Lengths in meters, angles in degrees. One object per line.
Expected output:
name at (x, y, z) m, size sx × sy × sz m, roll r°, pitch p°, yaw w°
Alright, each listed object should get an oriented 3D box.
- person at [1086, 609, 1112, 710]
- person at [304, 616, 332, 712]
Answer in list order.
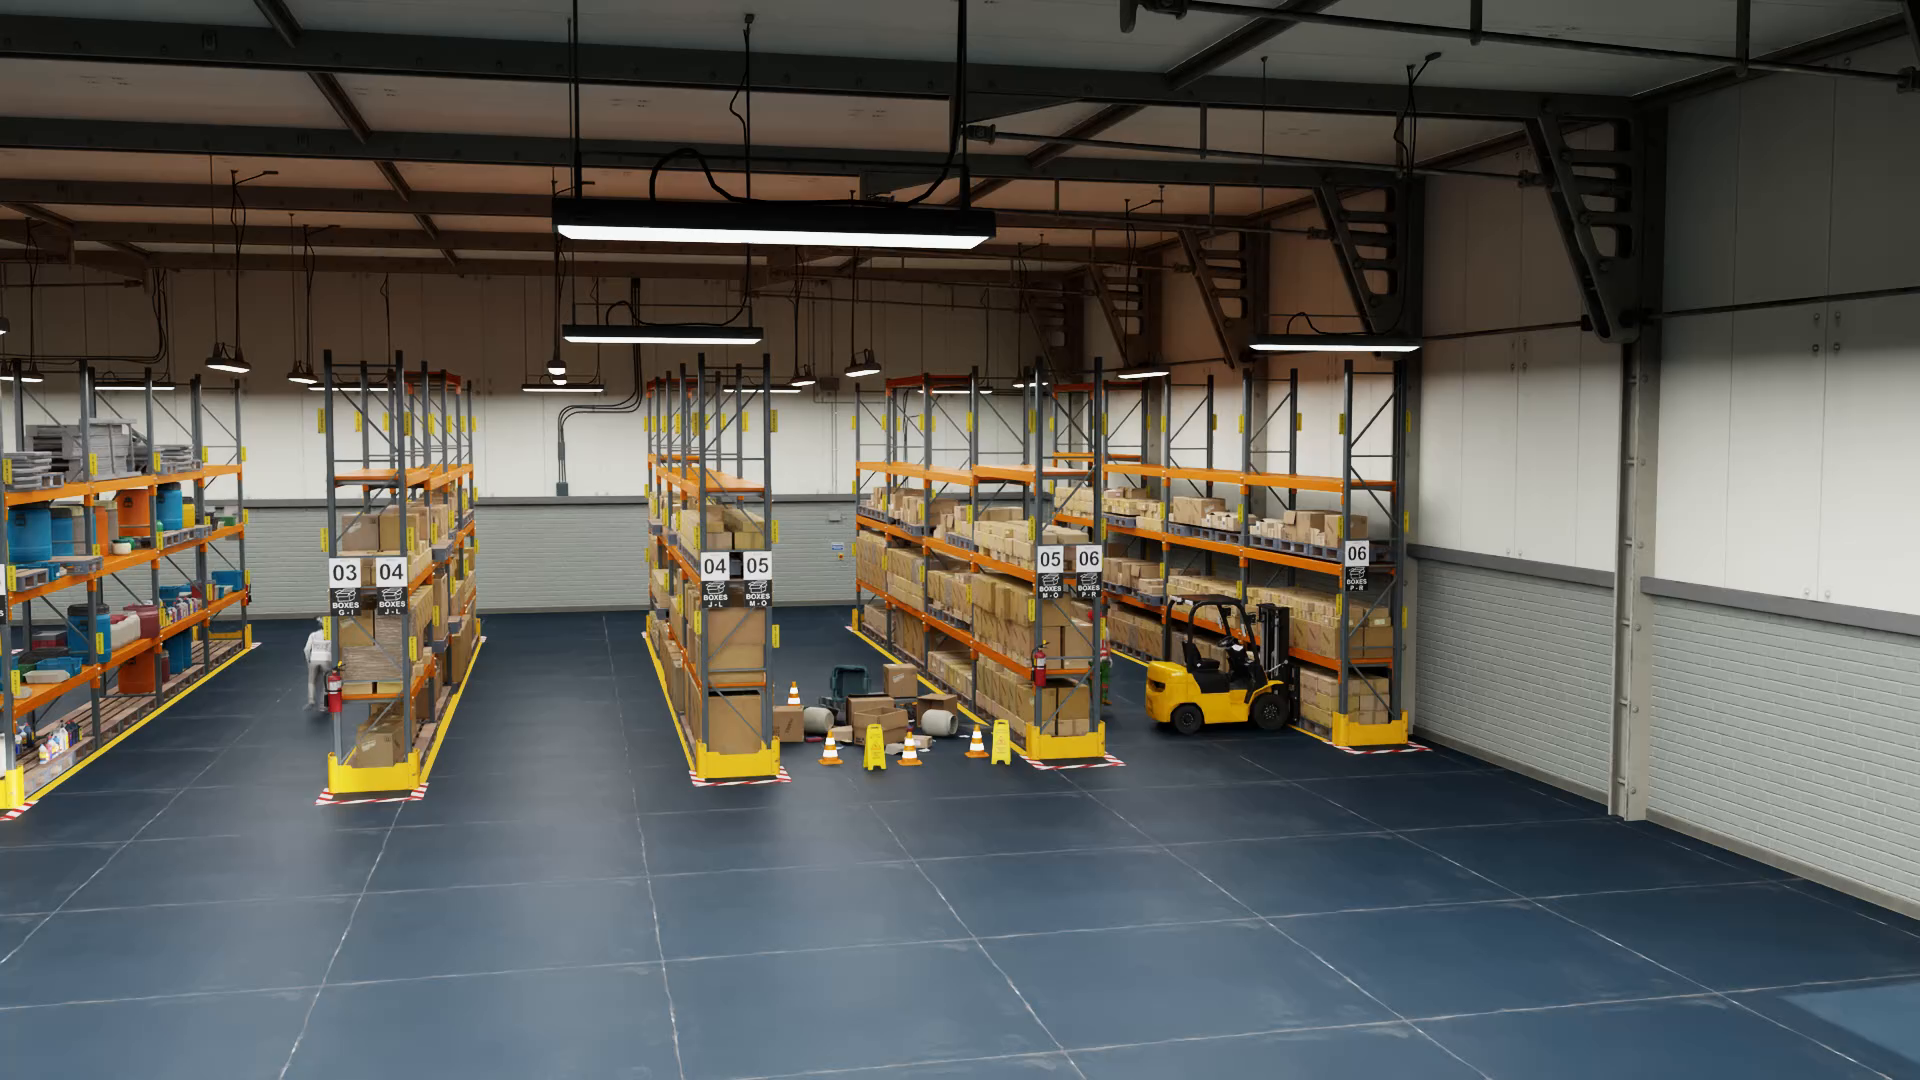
person at (2.359, 2.096, 28.913) m, size 0.584 × 1.782 × 0.490 m, roll 0°, pitch 4°, yaw -2°
person at (-11.123, 2.175, 28.913) m, size 0.542 × 1.647 × 0.623 m, roll -1°, pitch 4°, yaw -11°
